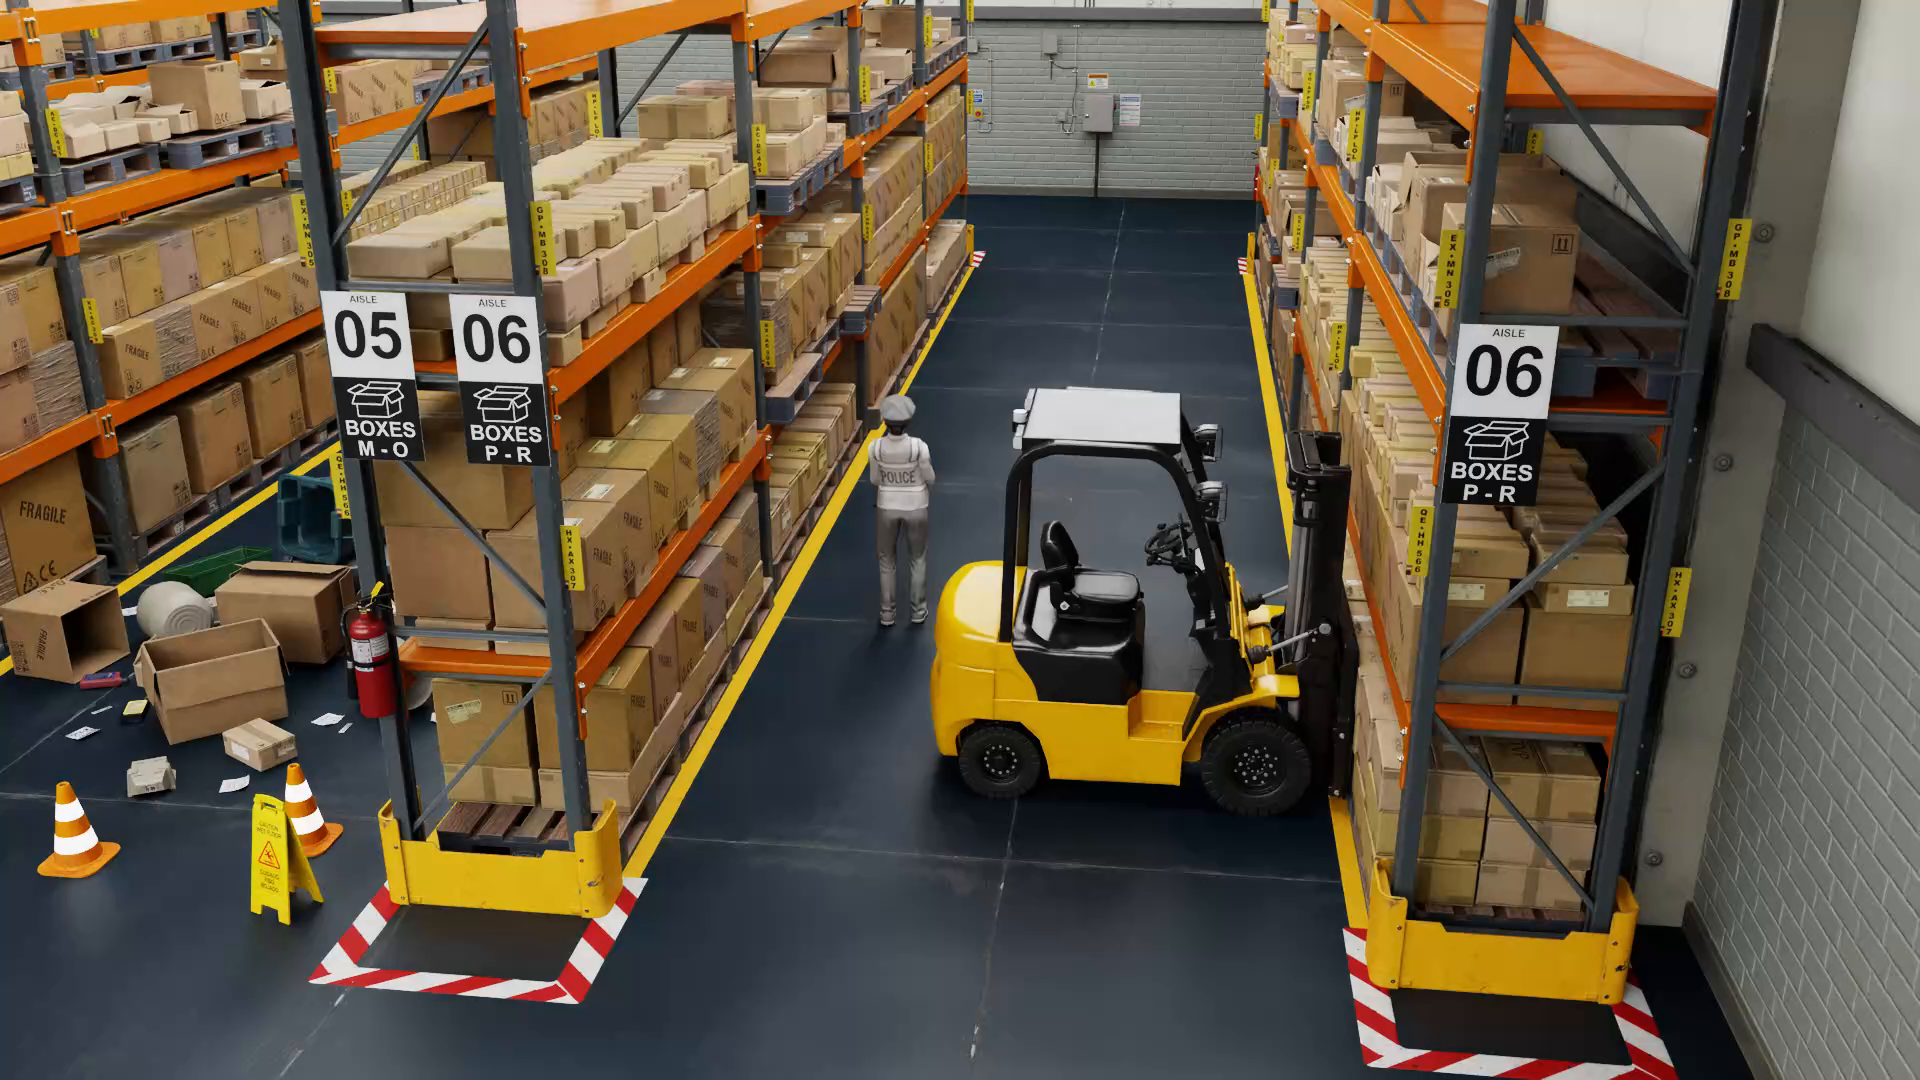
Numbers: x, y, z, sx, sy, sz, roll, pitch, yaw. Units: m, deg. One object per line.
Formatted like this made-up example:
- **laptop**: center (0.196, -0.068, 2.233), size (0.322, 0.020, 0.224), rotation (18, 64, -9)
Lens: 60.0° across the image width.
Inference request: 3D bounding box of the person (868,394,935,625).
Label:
- **person**: center (-0.400, -0.227, 11.634), size (0.459, 1.686, 0.553), rotation (1, 21, 4)
